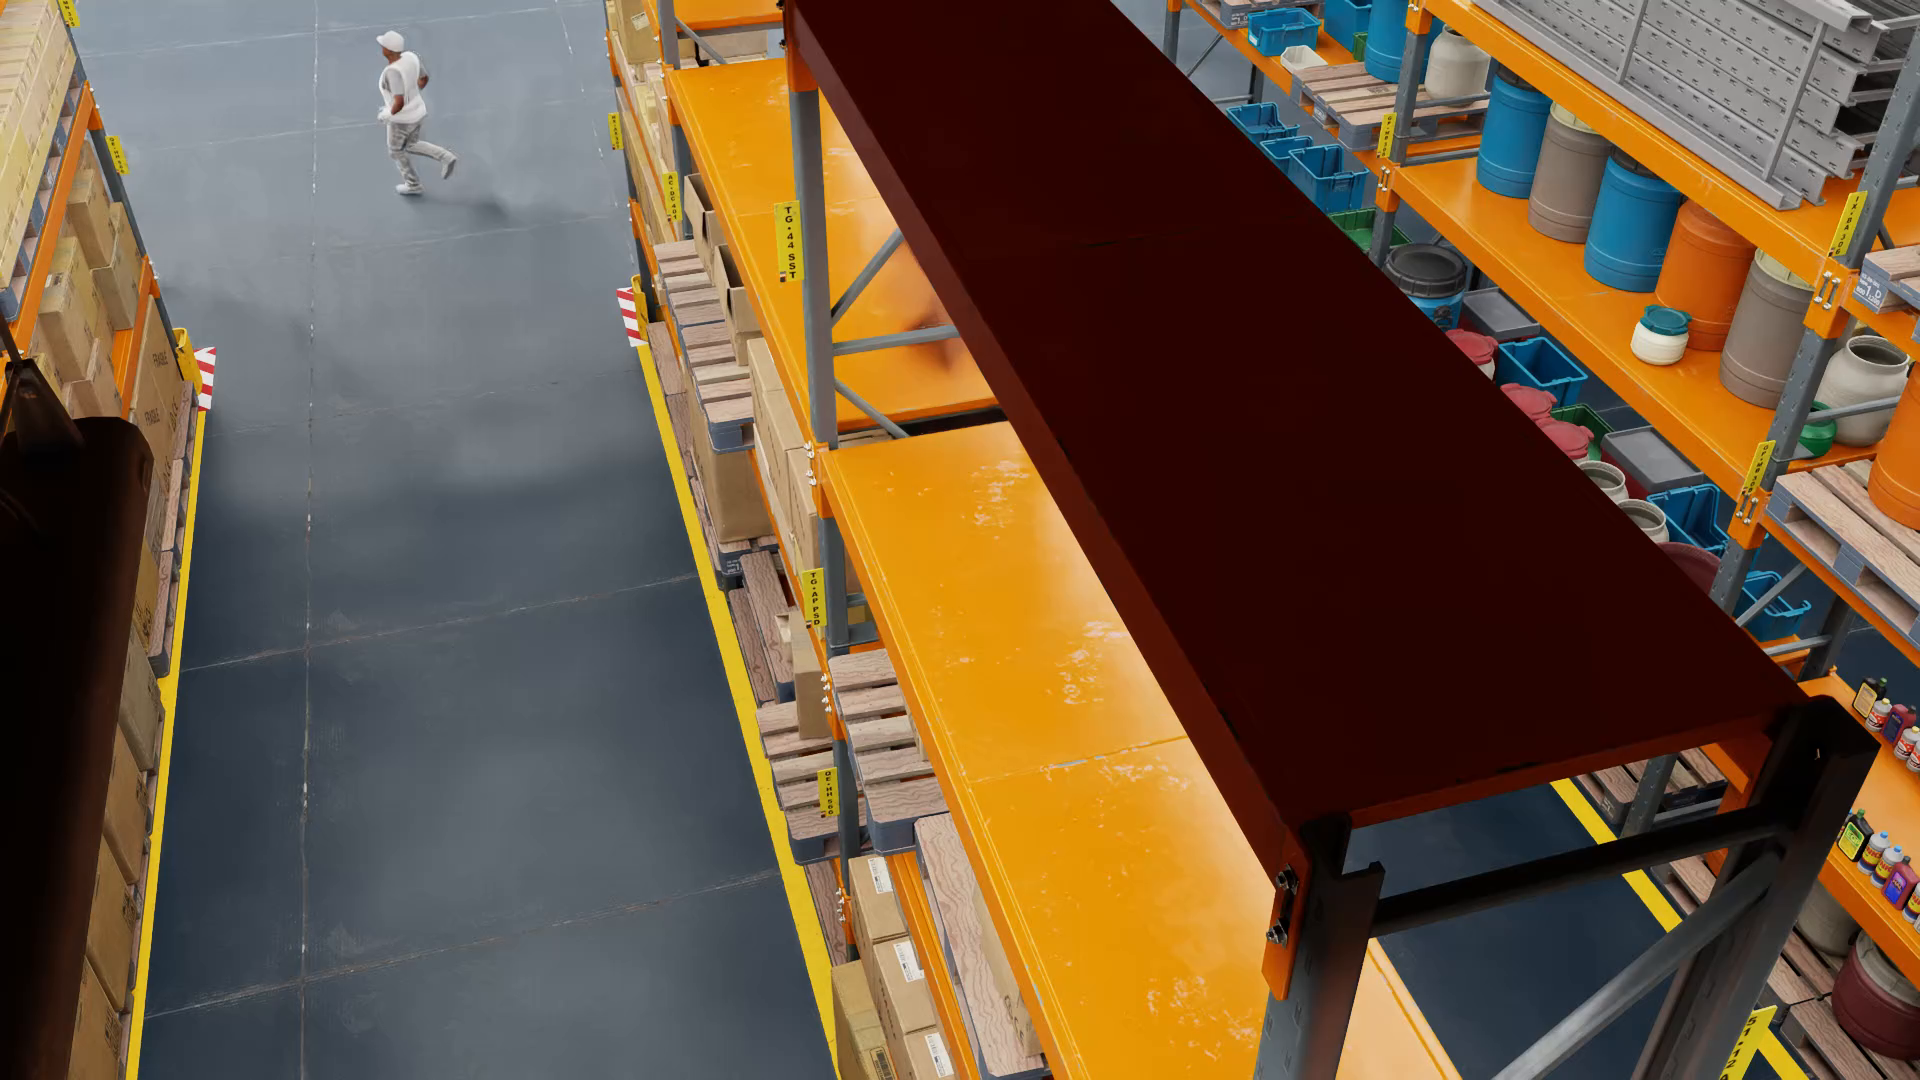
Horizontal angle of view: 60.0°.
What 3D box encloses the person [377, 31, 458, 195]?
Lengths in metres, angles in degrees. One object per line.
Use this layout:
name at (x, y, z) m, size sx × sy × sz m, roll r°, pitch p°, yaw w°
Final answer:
person at (-5.570, -4.307, 16.873) m, size 0.710 × 1.747 × 0.684 m, roll 8°, pitch 39°, yaw 10°
